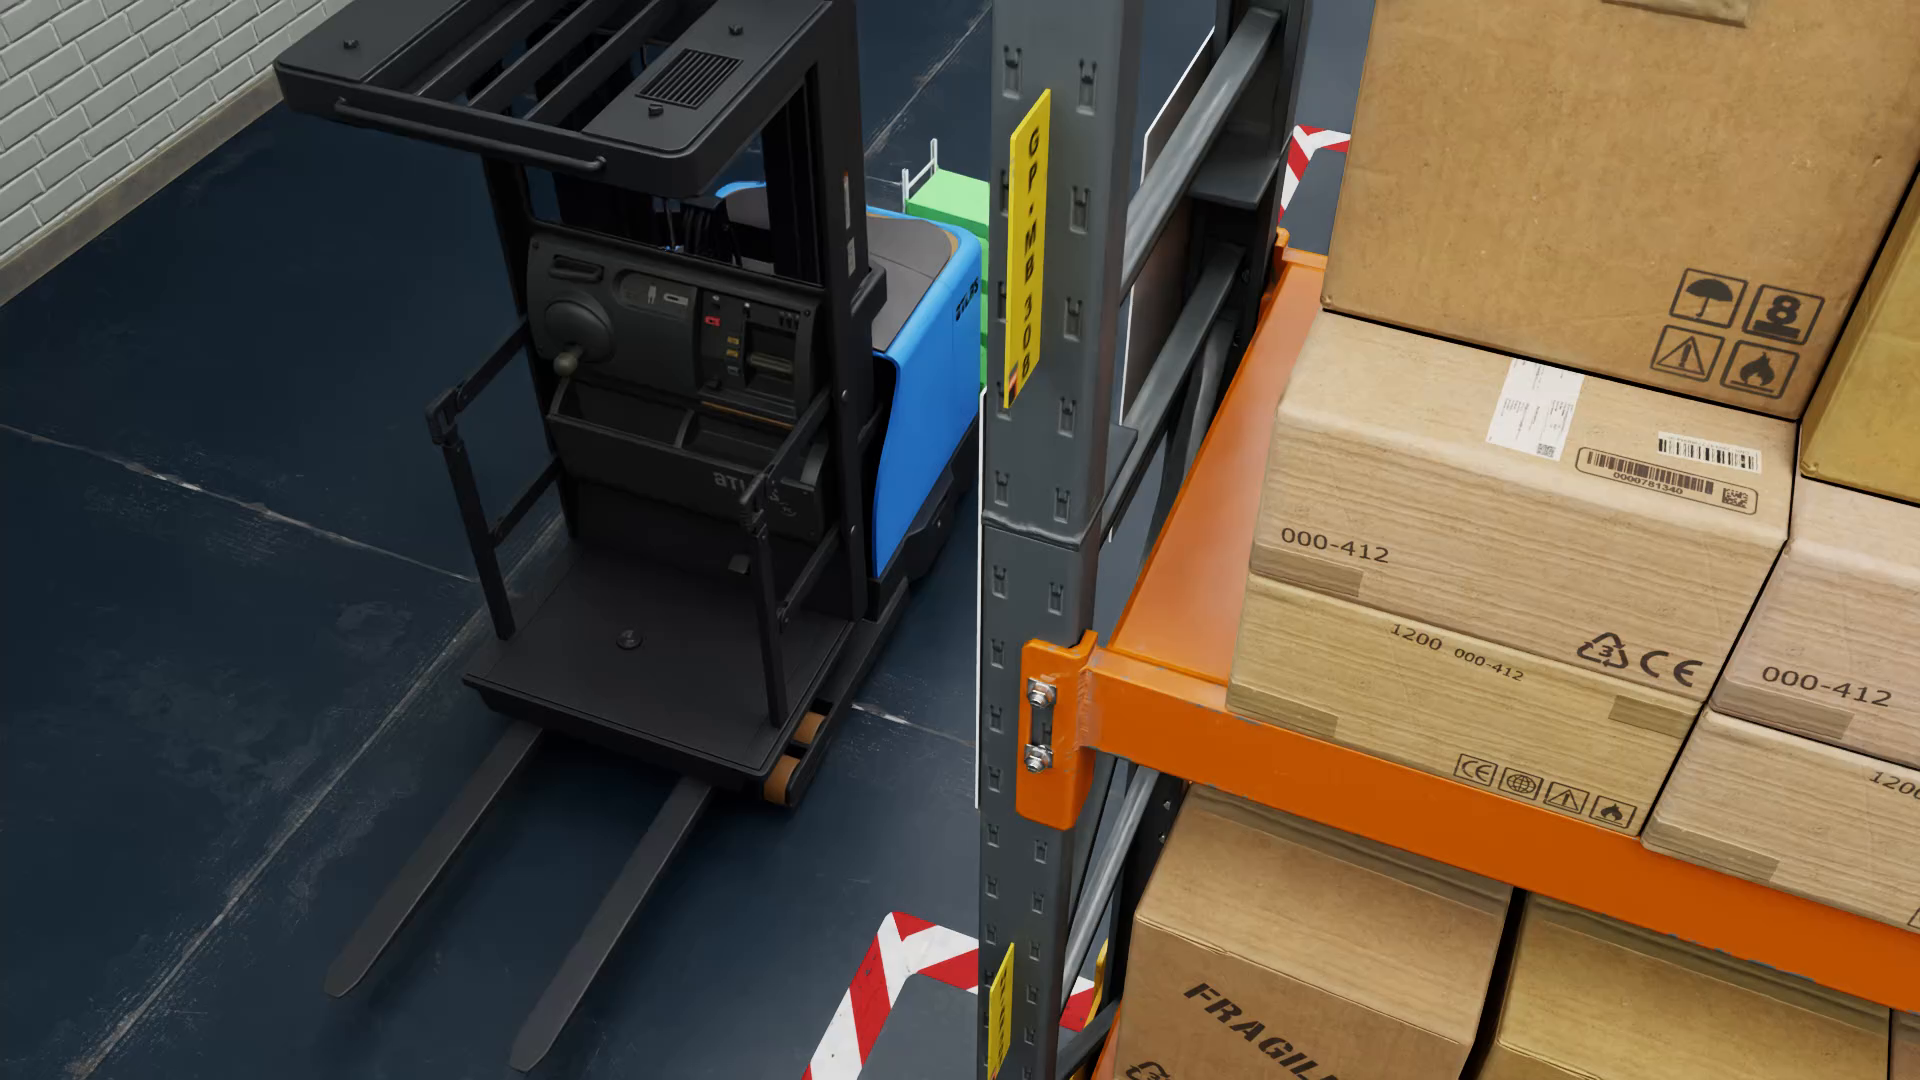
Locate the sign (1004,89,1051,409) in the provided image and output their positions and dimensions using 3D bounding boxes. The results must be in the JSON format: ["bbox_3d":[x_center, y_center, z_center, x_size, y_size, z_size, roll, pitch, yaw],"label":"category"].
[{"bbox_3d":[0.067,-0.284,1.662,0.005,0.325,0.100,16,47,16],"label":"sign"}]

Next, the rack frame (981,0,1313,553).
[{"bbox_3d":[0.276,-1.391,1.268,0.127,3.000,1.000,16,47,16],"label":"rack frame"}]

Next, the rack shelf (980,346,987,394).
[{"bbox_3d":[0.073,-0.654,6.488,0.480,0.148,0.258,20,48,19],"label":"rack shelf"}]

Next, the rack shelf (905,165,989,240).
[{"bbox_3d":[0.073,-1.165,5.980,0.480,0.148,0.258,20,48,19],"label":"rack shelf"}]

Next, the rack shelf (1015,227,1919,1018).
[{"bbox_3d":[2.122,0.471,2.034,4.000,0.370,1.077,16,47,16],"label":"rack shelf"}]

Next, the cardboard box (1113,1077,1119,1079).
[{"bbox_3d":[0.584,0.993,3.055,0.500,0.500,0.500,17,47,17],"label":"cardboard box"}]

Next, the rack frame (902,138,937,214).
[{"bbox_3d":[-0.145,-0.948,6.352,0.015,1.200,0.240,20,48,19],"label":"rack frame"}]

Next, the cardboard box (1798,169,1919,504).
[{"bbox_3d":[1.185,-0.398,1.616,0.500,0.500,0.700,16,47,16],"label":"cardboard box"}]

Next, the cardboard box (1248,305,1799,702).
[{"bbox_3d":[0.650,-0.143,1.892,0.500,0.250,0.500,16,47,16],"label":"cardboard box"}]

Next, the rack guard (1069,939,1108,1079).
[{"bbox_3d":[0.346,1.643,4.245,0.348,0.500,1.175,16,47,16],"label":"rack guard"}]

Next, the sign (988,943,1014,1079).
[{"bbox_3d":[0.067,0.782,2.723,0.005,0.325,0.100,16,47,16],"label":"sign"}]

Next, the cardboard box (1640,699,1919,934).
[{"bbox_3d":[1.109,0.175,1.927,0.500,0.250,0.500,16,47,16],"label":"cardboard box"}]

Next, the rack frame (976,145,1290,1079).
[{"bbox_3d":[0.276,0.736,3.384,0.127,3.000,1.000,16,47,16],"label":"rack frame"}]

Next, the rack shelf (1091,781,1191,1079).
[{"bbox_3d":[2.122,1.534,3.092,4.000,0.370,1.077,16,47,16],"label":"rack shelf"}]

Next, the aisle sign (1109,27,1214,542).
[{"bbox_3d":[0.331,-0.404,2.686,0.004,0.787,0.394,16,47,16],"label":"aisle sign"}]

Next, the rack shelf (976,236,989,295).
[{"bbox_3d":[0.073,-0.995,6.149,0.480,0.148,0.258,20,48,19],"label":"rack shelf"}]

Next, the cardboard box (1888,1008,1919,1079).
[{"bbox_3d":[1.529,0.914,2.425,0.500,0.500,0.500,17,47,16],"label":"cardboard box"}]

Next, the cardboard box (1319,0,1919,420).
[{"bbox_3d":[0.757,-0.588,1.808,0.500,0.500,0.700,16,47,16],"label":"cardboard box"}]

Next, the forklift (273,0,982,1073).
[{"bbox_3d":[-0.923,-0.521,4.696,1.130,2.935,3.031,16,47,15],"label":"forklift"}]

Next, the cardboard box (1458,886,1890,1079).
[{"bbox_3d":[1.070,0.775,2.564,0.500,0.500,0.500,17,47,16],"label":"cardboard box"}]

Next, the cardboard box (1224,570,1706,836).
[{"bbox_3d":[0.652,0.031,2.072,0.500,0.250,0.500,16,47,16],"label":"cardboard box"}]

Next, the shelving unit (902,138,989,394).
[{"bbox_3d":[0.073,-0.870,6.273,0.503,1.200,0.258,20,48,19],"label":"shelving unit"}]

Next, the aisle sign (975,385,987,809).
[{"bbox_3d":[0.100,-0.013,2.293,0.004,0.787,0.394,16,47,16],"label":"aisle sign"}]

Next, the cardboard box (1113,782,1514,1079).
[{"bbox_3d":[0.584,0.638,2.702,0.500,0.500,0.500,18,48,17],"label":"cardboard box"}]

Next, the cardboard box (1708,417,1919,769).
[{"bbox_3d":[1.109,-0.002,1.751,0.500,0.250,0.500,16,47,16],"label":"cardboard box"}]

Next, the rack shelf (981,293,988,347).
[{"bbox_3d":[0.073,-0.824,6.318,0.480,0.148,0.258,20,48,19],"label":"rack shelf"}]
